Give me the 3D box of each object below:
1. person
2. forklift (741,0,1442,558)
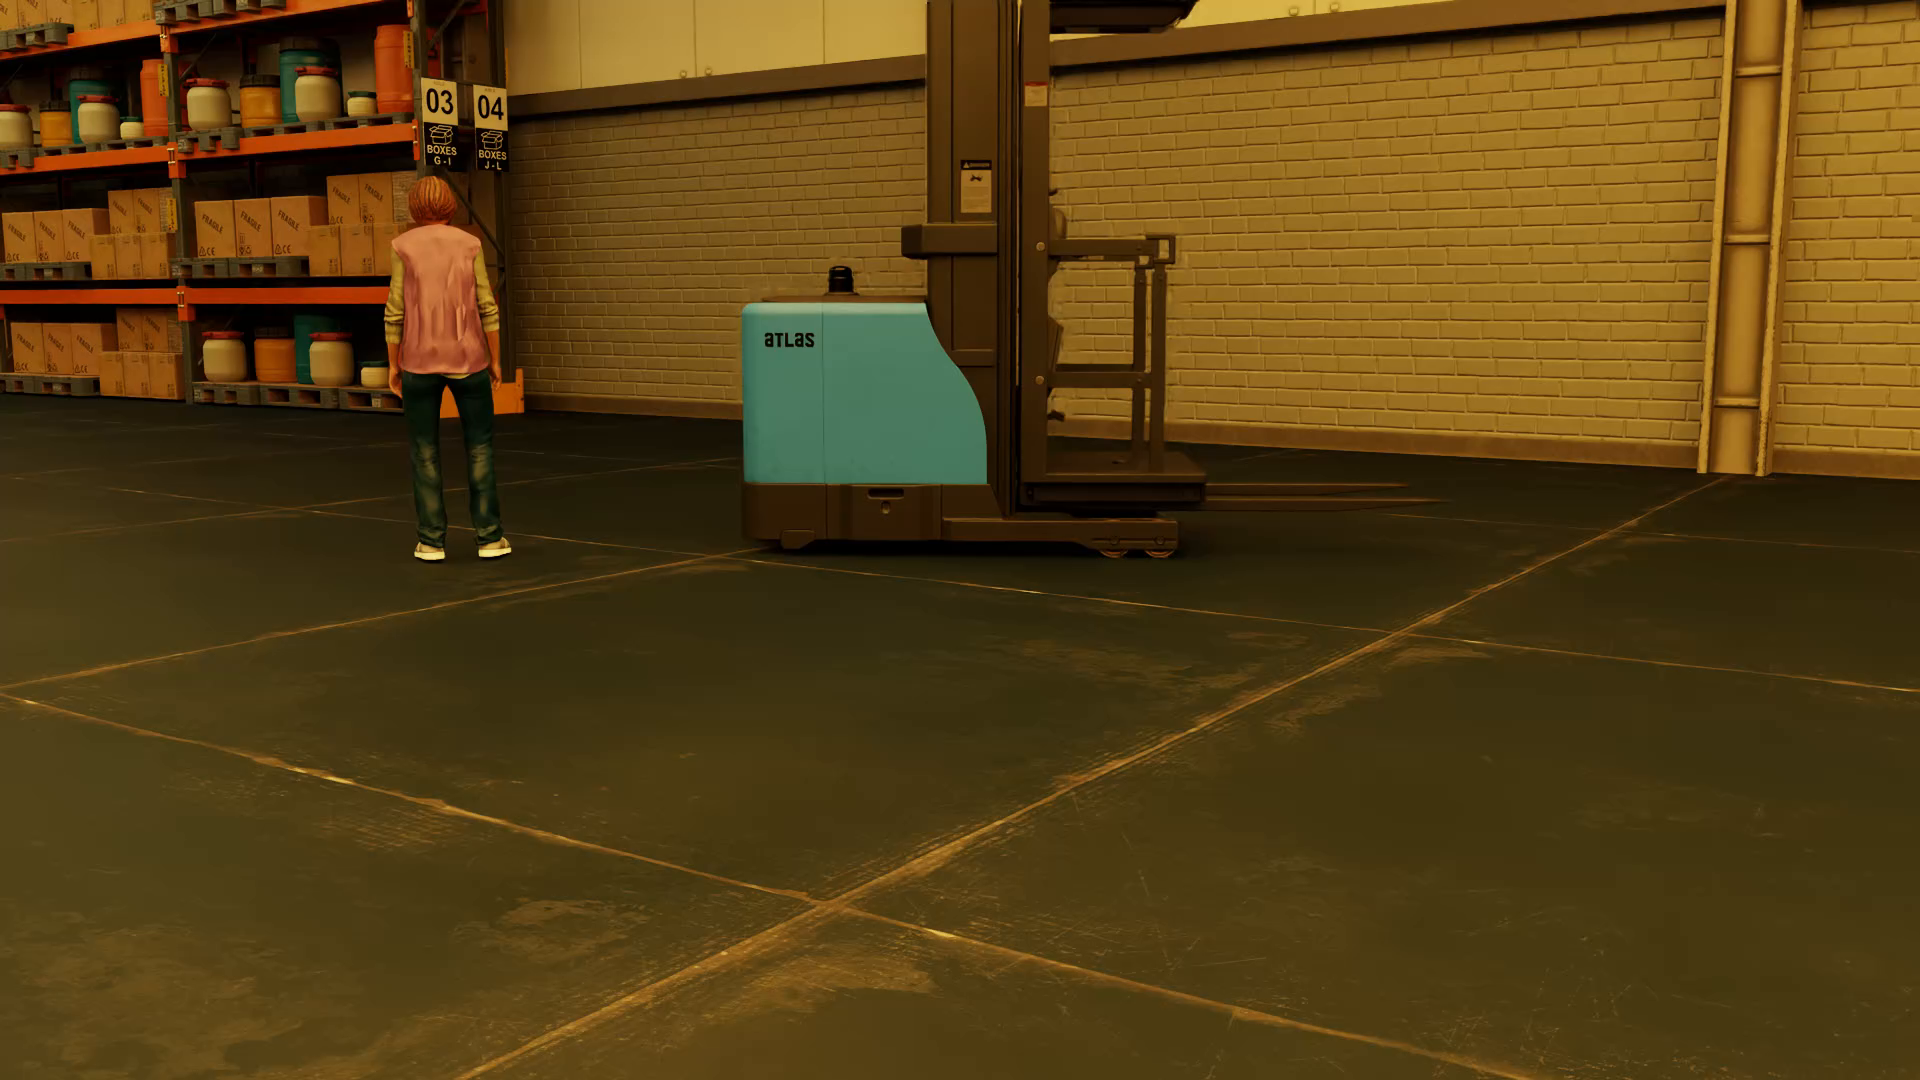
[{"bbox_3d":[-2.140,-0.707,6.925,0.476,1.592,0.347,-3,9,-19],"label":"person"},{"bbox_3d":[0.581,-1.450,7.391,3.031,2.935,1.130,0,8,2],"label":"forklift"}]
